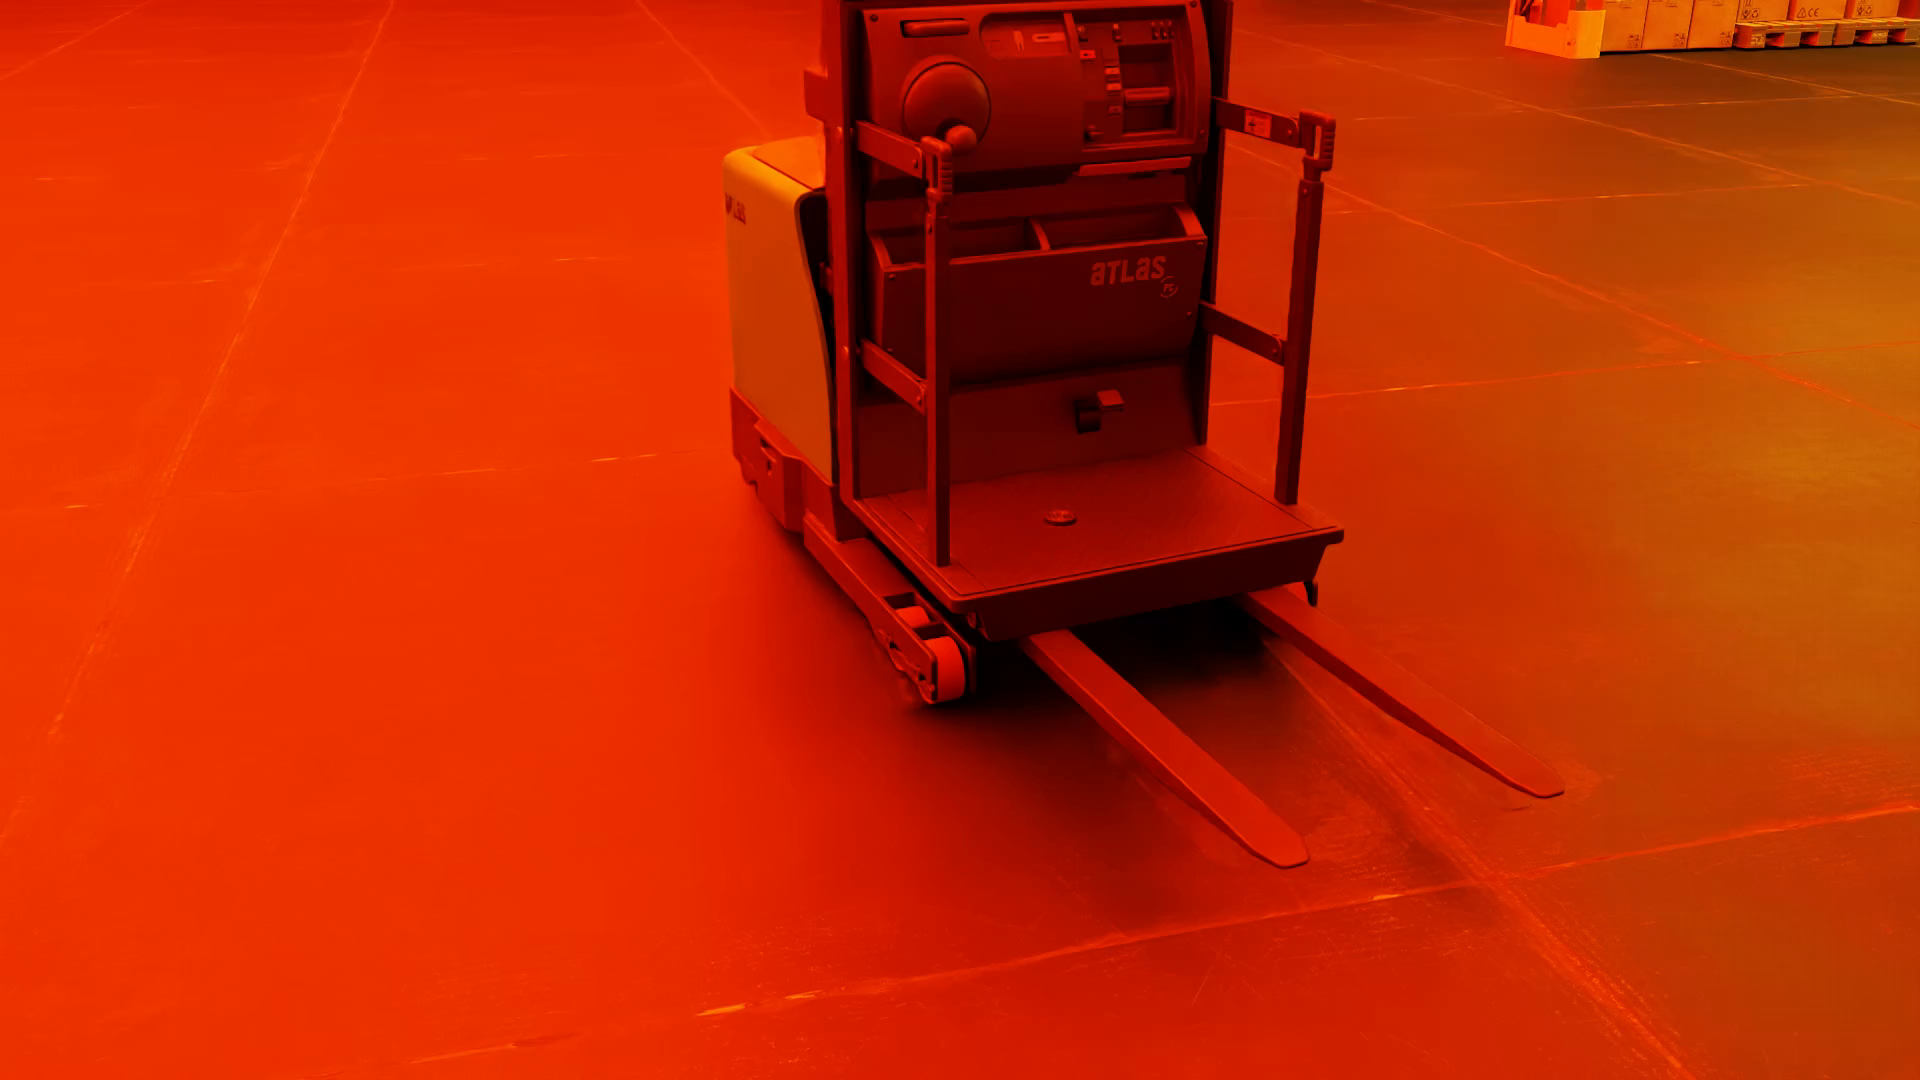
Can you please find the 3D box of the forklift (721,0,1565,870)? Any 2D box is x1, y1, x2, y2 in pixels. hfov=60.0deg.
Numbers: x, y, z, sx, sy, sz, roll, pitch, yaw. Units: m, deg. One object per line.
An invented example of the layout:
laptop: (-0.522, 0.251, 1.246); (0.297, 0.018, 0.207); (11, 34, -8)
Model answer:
forklift: (0.295, -1.135, 3.977); (1.130, 2.935, 3.031); (-10, 25, -22)
